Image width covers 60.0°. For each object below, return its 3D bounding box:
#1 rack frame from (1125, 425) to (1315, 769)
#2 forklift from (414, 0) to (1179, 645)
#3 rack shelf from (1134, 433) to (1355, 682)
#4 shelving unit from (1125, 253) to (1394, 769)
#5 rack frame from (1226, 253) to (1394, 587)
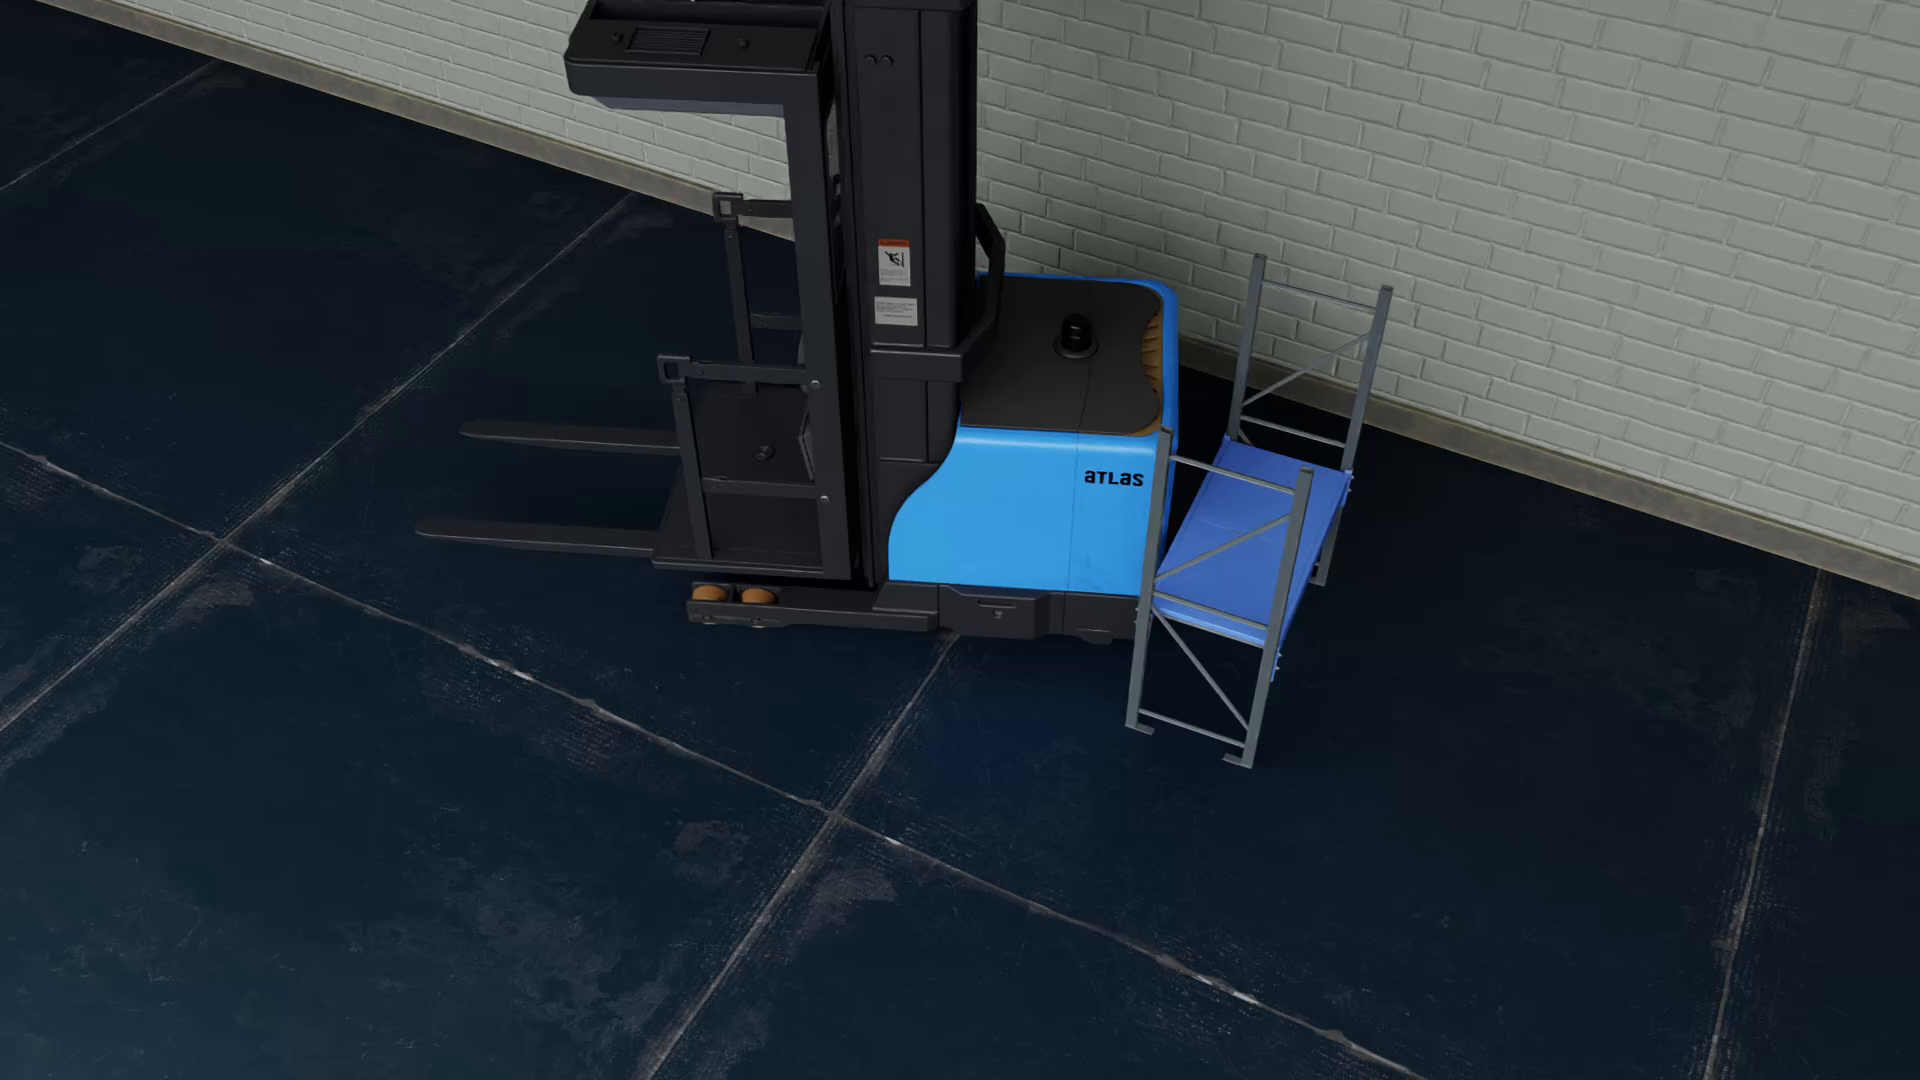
[{"bbox_3d":[0.862,0.244,5.734,0.500,1.500,0.032,18,48,17],"label":"rack frame"},{"bbox_3d":[-0.680,-1.048,6.005,3.031,2.935,1.130,4,45,4],"label":"forklift"},{"bbox_3d":[1.070,0.040,6.188,0.538,0.185,1.000,18,48,17],"label":"rack shelf"},{"bbox_3d":[1.070,-0.086,6.060,0.538,1.500,1.048,18,48,17],"label":"shelving unit"},{"bbox_3d":[1.277,-0.416,6.386,0.500,1.500,0.032,18,48,17],"label":"rack frame"}]
